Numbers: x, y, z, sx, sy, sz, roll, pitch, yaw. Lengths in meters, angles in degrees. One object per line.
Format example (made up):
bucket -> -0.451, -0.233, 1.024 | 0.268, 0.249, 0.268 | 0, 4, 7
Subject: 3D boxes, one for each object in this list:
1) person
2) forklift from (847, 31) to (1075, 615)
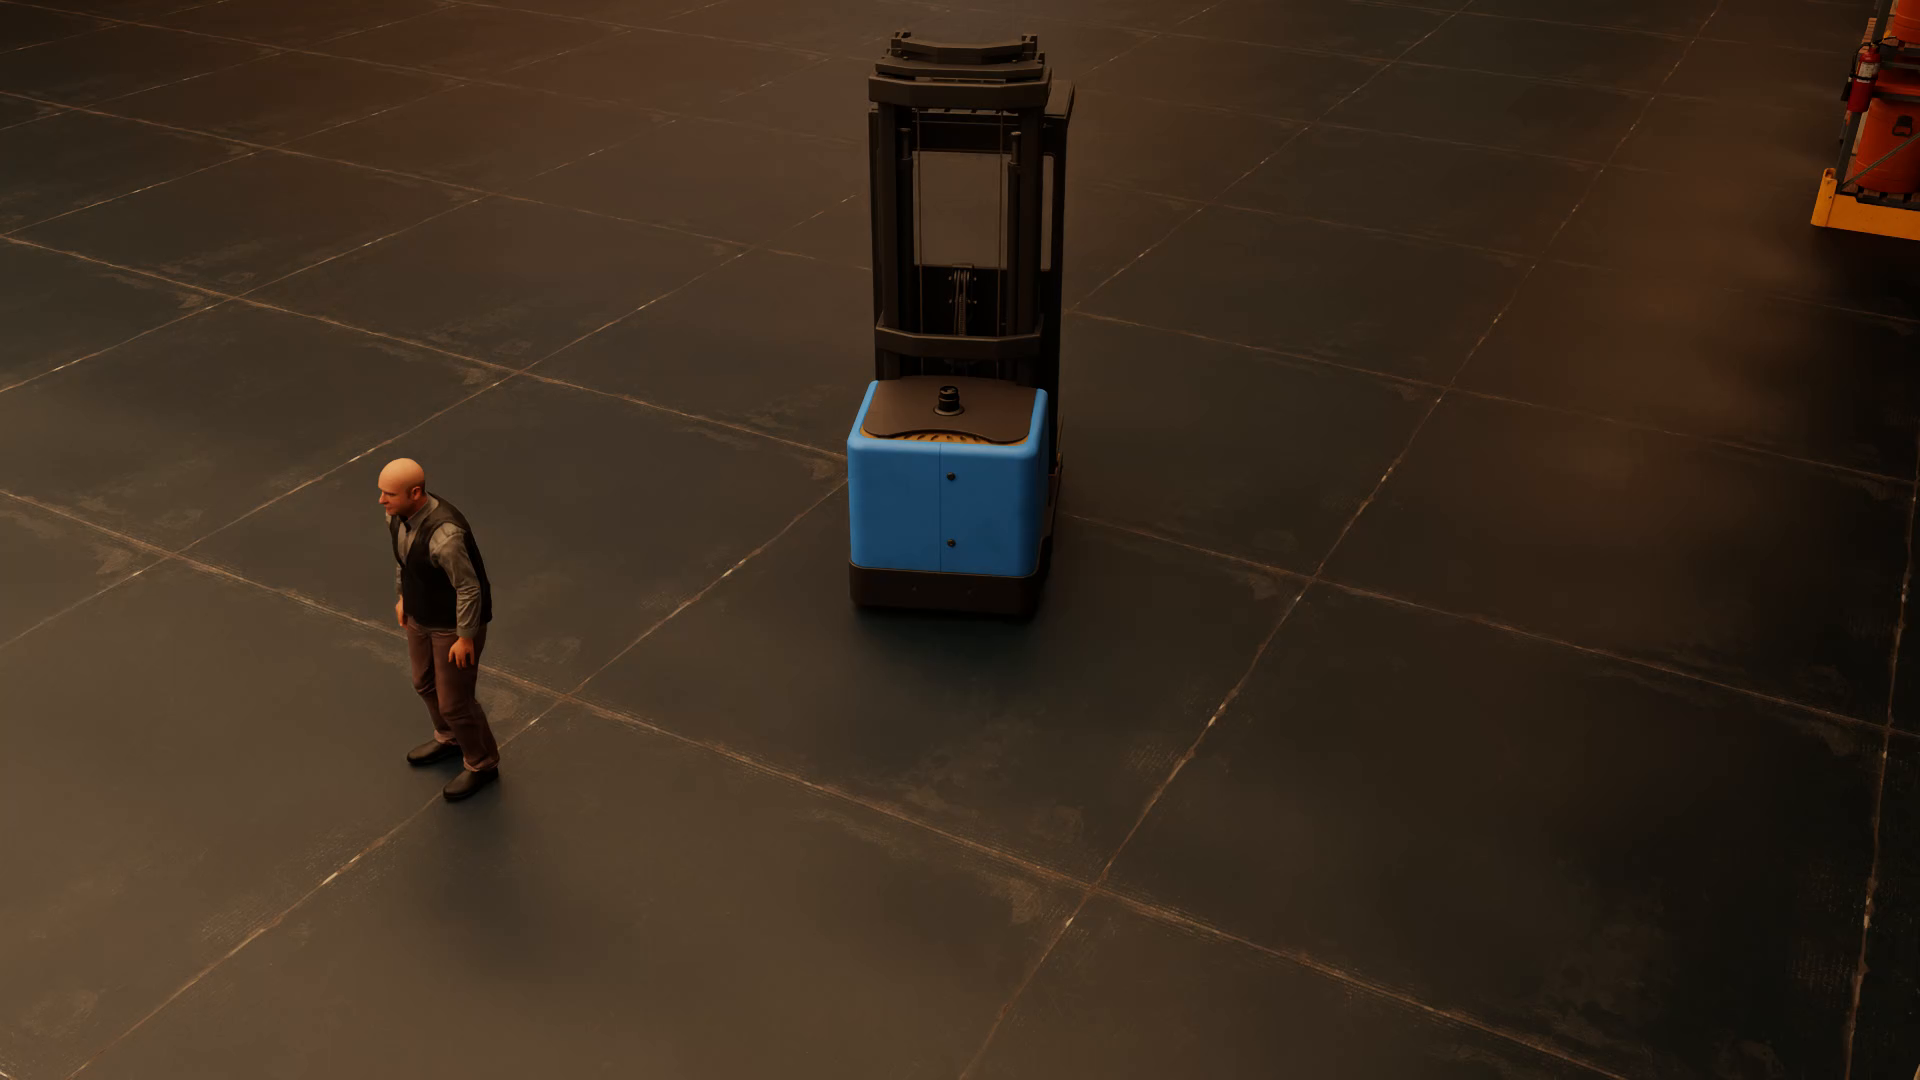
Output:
person -> -2.376, 0.370, 7.642 | 0.424, 1.720, 0.594 | -26, 39, -38
forklift -> 0.072, -1.572, 9.794 | 1.130, 2.935, 3.031 | 3, 30, 6
